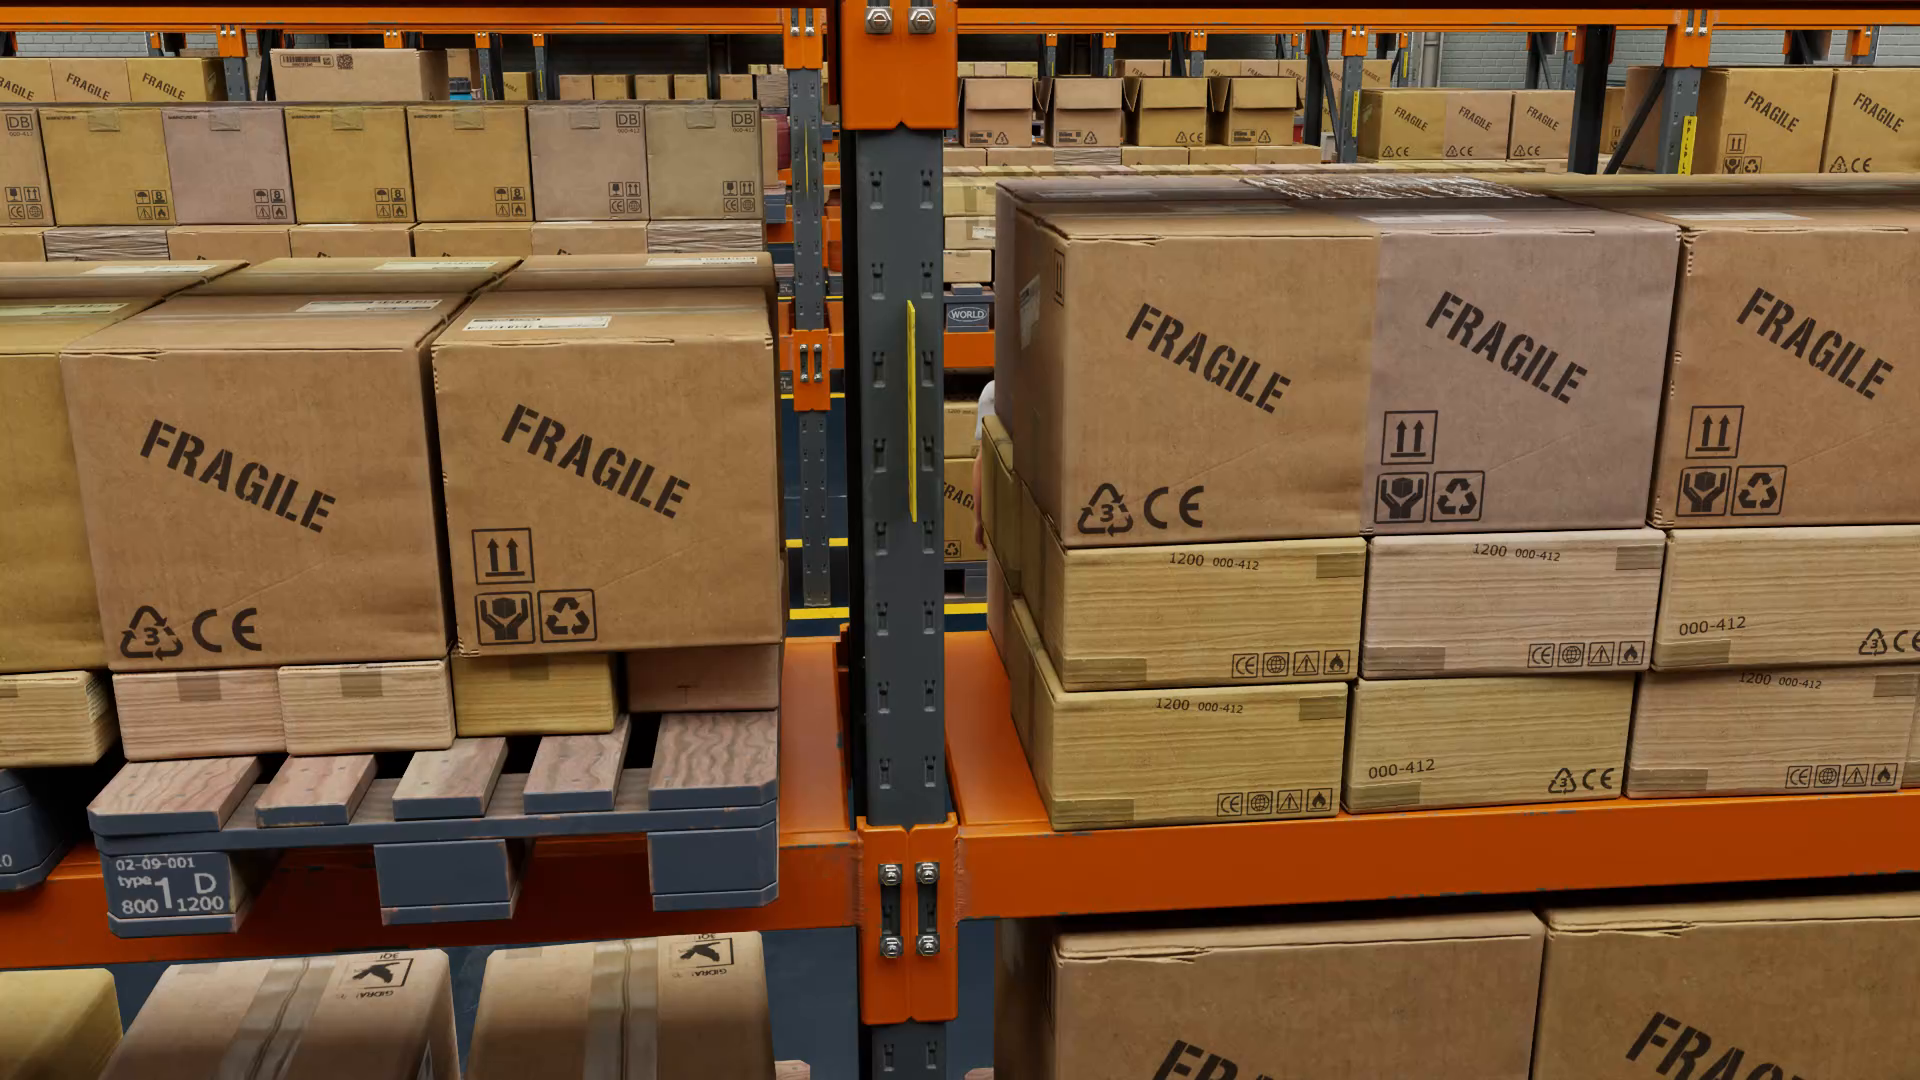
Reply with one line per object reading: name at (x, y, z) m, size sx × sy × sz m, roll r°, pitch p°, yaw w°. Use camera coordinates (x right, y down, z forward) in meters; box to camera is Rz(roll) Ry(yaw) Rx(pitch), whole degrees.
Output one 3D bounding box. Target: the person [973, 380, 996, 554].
person at (0.285, -0.071, 6.279) m, size 0.493 × 1.672 × 0.361 m, roll -2°, pitch 17°, yaw -8°
